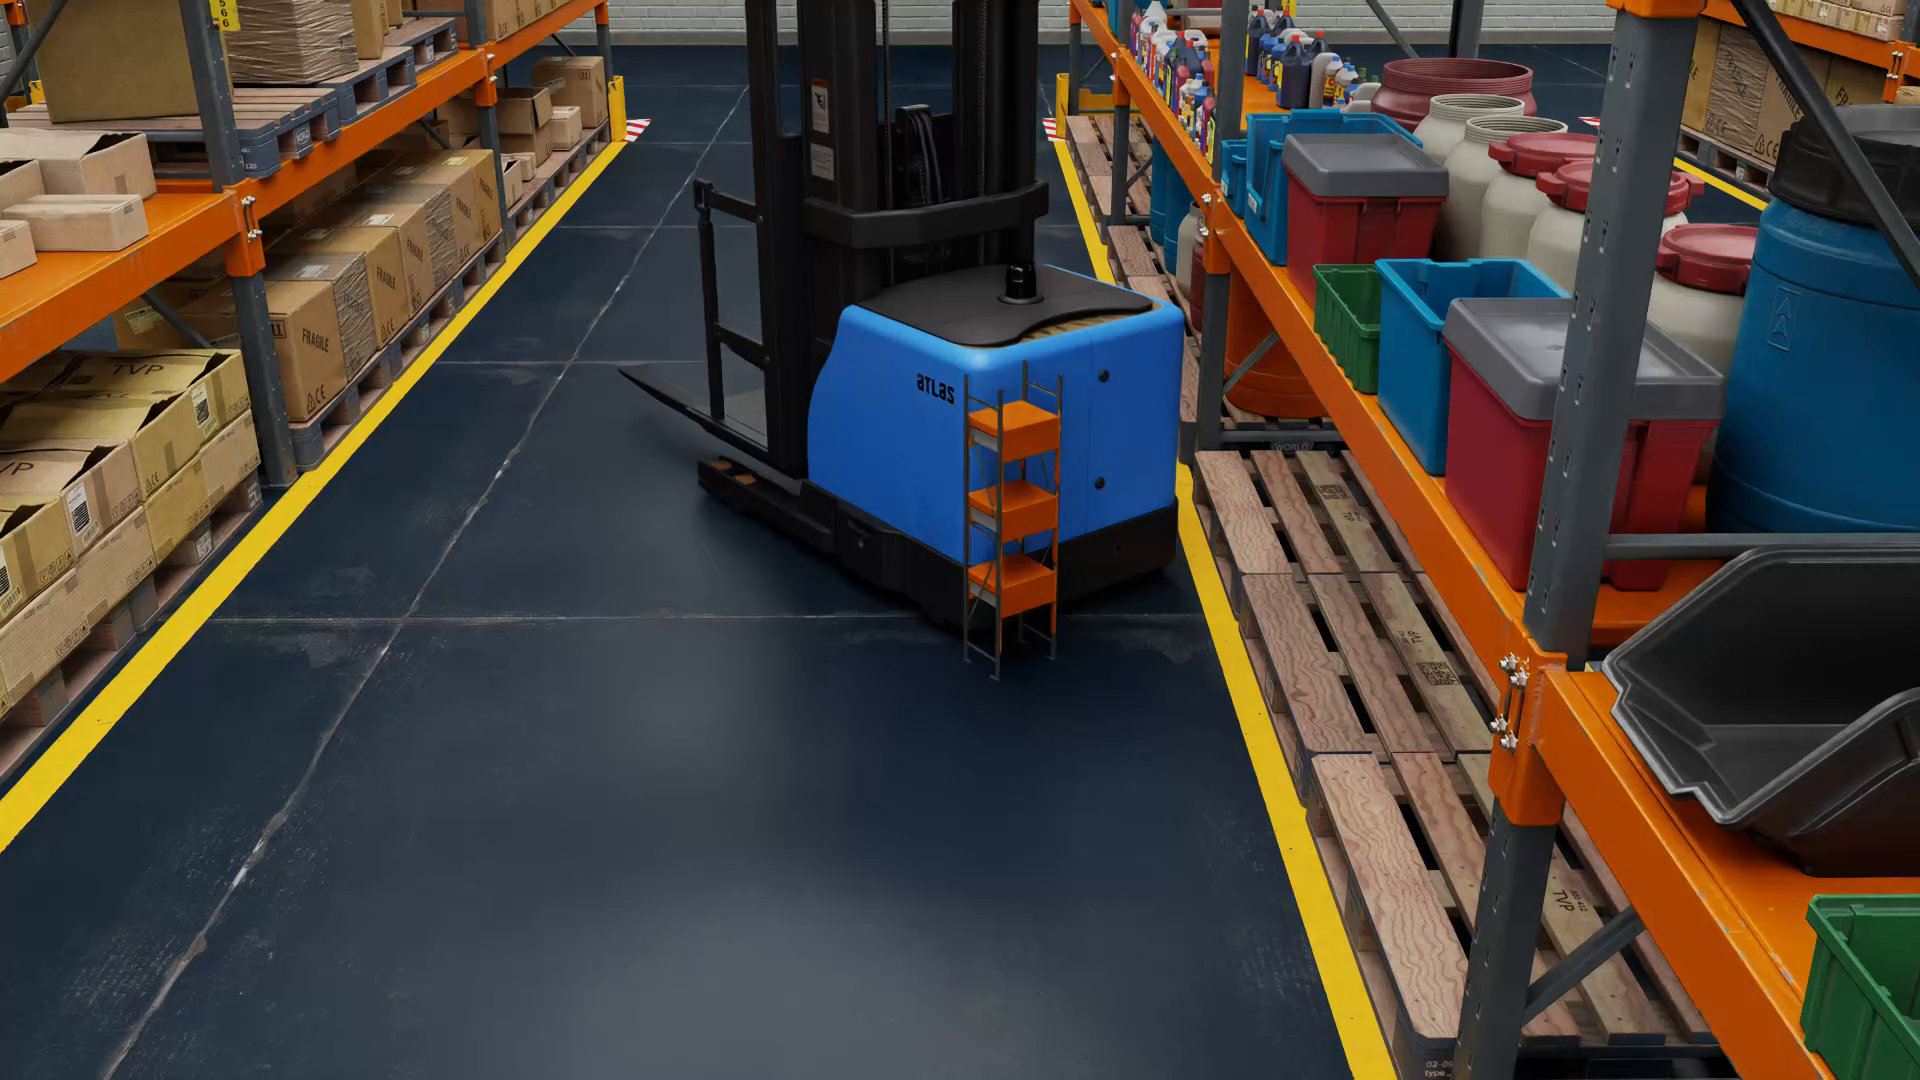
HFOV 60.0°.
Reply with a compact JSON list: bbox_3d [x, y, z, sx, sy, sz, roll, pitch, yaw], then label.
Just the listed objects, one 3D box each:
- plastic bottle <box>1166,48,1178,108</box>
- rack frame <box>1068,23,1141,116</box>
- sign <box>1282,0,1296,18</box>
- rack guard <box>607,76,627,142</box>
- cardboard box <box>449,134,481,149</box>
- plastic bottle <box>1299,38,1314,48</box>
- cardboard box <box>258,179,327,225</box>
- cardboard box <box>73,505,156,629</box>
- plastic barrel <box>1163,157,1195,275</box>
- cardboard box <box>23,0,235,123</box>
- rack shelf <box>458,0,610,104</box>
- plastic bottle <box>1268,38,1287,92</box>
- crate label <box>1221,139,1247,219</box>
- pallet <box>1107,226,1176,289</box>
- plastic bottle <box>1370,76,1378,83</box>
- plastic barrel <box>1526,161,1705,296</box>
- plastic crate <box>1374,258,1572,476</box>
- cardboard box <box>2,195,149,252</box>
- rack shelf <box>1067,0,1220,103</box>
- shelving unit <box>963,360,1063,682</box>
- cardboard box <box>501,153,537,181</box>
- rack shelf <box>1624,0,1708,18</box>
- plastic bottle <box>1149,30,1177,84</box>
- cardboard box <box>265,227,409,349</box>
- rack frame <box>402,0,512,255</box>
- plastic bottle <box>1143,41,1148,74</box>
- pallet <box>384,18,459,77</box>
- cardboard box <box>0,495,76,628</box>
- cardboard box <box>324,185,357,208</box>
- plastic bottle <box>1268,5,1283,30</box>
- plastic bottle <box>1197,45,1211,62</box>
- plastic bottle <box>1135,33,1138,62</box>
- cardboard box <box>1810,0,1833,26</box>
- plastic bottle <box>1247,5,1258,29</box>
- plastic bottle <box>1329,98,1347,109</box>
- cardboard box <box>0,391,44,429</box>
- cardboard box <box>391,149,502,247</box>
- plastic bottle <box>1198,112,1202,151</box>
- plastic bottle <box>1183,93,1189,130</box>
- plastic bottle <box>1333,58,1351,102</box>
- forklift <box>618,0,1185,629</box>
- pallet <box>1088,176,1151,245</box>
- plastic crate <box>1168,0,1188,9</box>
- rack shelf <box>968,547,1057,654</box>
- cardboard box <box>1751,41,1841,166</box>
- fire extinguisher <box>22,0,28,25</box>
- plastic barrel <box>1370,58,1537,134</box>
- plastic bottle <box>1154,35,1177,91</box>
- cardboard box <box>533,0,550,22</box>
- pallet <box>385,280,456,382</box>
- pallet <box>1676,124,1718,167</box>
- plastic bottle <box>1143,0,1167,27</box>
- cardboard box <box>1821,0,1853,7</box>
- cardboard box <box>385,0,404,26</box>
[{"bbox_3d":[1.086,-2.343,8.433,0.061,0.283,0.133,0,24,-1],"label":"plastic bottle"},{"bbox_3d":[1.446,-4.926,14.002,1.000,3.000,0.127,0,24,-1],"label":"rack frame"},{"bbox_3d":[2.040,-3.406,10.304,0.100,0.325,0.005,0,24,-1],"label":"sign"},{"bbox_3d":[-3.506,-3.735,14.402,1.175,0.500,0.348,0,24,-1],"label":"rack guard"},{"bbox_3d":[-3.761,-2.775,11.974,0.500,0.311,0.500,0,24,-1],"label":"cardboard box"},{"bbox_3d":[1.831,-2.551,8.901,0.152,0.276,0.135,0,24,-1],"label":"plastic bottle"},{"bbox_3d":[-3.685,-1.841,8.770,0.500,0.250,0.500,-1,24,-2],"label":"cardboard box"},{"bbox_3d":[-3.158,0.088,5.742,0.500,0.250,0.500,0,24,1],"label":"cardboard box"},{"bbox_3d":[1.486,-1.997,9.562,0.600,0.901,0.708,0,24,-1],"label":"plastic barrel"},{"bbox_3d":[-3.539,-2.105,7.133,0.700,0.500,0.500,-9,26,-18],"label":"cardboard box"},{"bbox_3d":[-3.485,-3.753,12.282,1.077,0.370,4.000,0,24,-1],"label":"rack shelf"},{"bbox_3d":[1.706,-2.541,8.884,0.097,0.271,0.097,0,24,0],"label":"plastic bottle"},{"bbox_3d":[1.163,-1.378,6.360,0.303,0.233,0.416,0,24,-1],"label":"crate label"},{"bbox_3d":[1.456,-1.689,10.229,1.003,0.211,1.213,0,24,-1],"label":"pallet"},{"bbox_3d":[1.891,-2.002,7.678,0.061,0.283,0.133,0,24,-1],"label":"plastic bottle"},{"bbox_3d":[1.778,-0.741,4.583,0.433,0.535,0.433,0,24,0],"label":"plastic barrel"},{"bbox_3d":[1.254,-0.427,4.074,0.392,0.384,0.575,0,24,-1],"label":"plastic crate"},{"bbox_3d":[-3.134,-1.125,5.902,0.380,0.149,0.250,0,24,-1],"label":"cardboard box"},{"bbox_3d":[1.468,-3.774,12.328,1.077,0.370,4.000,0,24,-1],"label":"rack shelf"},{"bbox_3d":[0.173,-0.058,5.604,0.252,1.050,0.215,-17,29,-33],"label":"shelving unit"},{"bbox_3d":[-3.271,-2.697,11.977,0.380,0.166,0.250,0,24,-1],"label":"cardboard box"},{"bbox_3d":[1.599,-0.196,0.777,1.077,0.370,4.000,0,24,-1],"label":"rack shelf"},{"bbox_3d":[1.124,-2.647,9.114,0.152,0.276,0.135,0,24,-1],"label":"plastic bottle"},{"bbox_3d":[-3.151,-1.282,8.443,0.500,0.500,0.500,-1,24,-1],"label":"cardboard box"},{"bbox_3d":[-3.463,-3.257,10.311,1.000,3.000,0.127,0,24,-1],"label":"rack frame"},{"bbox_3d":[1.093,-2.756,9.445,0.097,0.201,0.097,0,24,0],"label":"plastic bottle"},{"bbox_3d":[-3.564,-2.840,9.622,1.003,0.211,1.213,0,24,-1],"label":"pallet"},{"bbox_3d":[-3.150,0.041,5.167,0.500,0.311,0.500,0,24,1],"label":"cardboard box"},{"bbox_3d":[-3.687,-1.692,9.352,0.500,0.500,0.500,0,24,0],"label":"cardboard box"},{"bbox_3d":[1.827,-2.878,9.533,0.144,0.351,0.185,0,24,-1],"label":"plastic bottle"},{"bbox_3d":[1.247,-2.422,8.622,0.097,0.271,0.097,0,24,0],"label":"plastic bottle"},{"bbox_3d":[1.088,-2.932,9.833,0.097,0.201,0.097,0,24,0],"label":"plastic bottle"},{"bbox_3d":[6.103,-3.628,11.436,0.380,0.149,0.250,0,24,0],"label":"cardboard box"},{"bbox_3d":[1.683,-2.877,9.532,0.144,0.351,0.185,0,24,-1],"label":"plastic bottle"},{"bbox_3d":[1.722,-1.901,7.555,0.097,0.201,0.097,0,24,0],"label":"plastic bottle"},{"bbox_3d":[-3.694,-0.369,6.073,0.500,0.311,0.500,-1,24,-2],"label":"cardboard box"},{"bbox_3d":[-3.171,-2.117,10.289,0.500,0.500,0.500,0,24,-1],"label":"cardboard box"},{"bbox_3d":[1.117,-1.846,7.434,0.097,0.201,0.097,0,24,0],"label":"plastic bottle"},{"bbox_3d":[1.112,-2.047,7.877,0.097,0.201,0.097,0,24,0],"label":"plastic bottle"},{"bbox_3d":[1.885,-2.232,8.188,0.061,0.283,0.133,0,24,-1],"label":"plastic bottle"},{"bbox_3d":[-0.467,-1.561,6.644,1.130,2.935,3.031,-18,30,-34],"label":"forklift"},{"bbox_3d":[1.443,-2.310,11.601,1.003,0.211,1.213,0,24,-1],"label":"pallet"},{"bbox_3d":[1.657,-3.881,11.762,0.437,0.282,0.530,0,24,-1],"label":"plastic crate"},{"bbox_3d":[0.173,0.205,5.723,0.240,0.259,0.215,-17,29,-33],"label":"rack shelf"},{"bbox_3d":[6.505,-3.166,12.180,0.875,0.875,0.875,0,24,-1],"label":"cardboard box"},{"bbox_3d":[-8.001,-4.741,14.138,0.296,0.674,0.183,0,24,-1],"label":"fire extinguisher"},{"bbox_3d":[1.841,-1.502,6.265,0.600,0.536,0.708,0,24,-1],"label":"plastic barrel"},{"bbox_3d":[1.126,-2.552,8.902,0.152,0.276,0.135,0,24,-1],"label":"plastic bottle"},{"bbox_3d":[-3.208,-3.931,11.680,0.500,0.500,0.500,0,24,-1],"label":"cardboard box"},{"bbox_3d":[-3.400,-1.147,9.031,1.003,0.211,1.213,0,24,-1],"label":"pallet"},{"bbox_3d":[6.486,-3.349,13.898,1.003,0.211,1.213,0,24,-1],"label":"pallet"},{"bbox_3d":[1.170,-3.092,10.007,0.144,0.351,0.185,0,24,-1],"label":"plastic bottle"},{"bbox_3d":[6.167,-3.761,11.247,0.500,0.250,0.500,0,24,1],"label":"cardboard box"},{"bbox_3d":[-3.682,-3.298,9.770,0.700,0.500,0.500,-9,26,-18],"label":"cardboard box"}]
